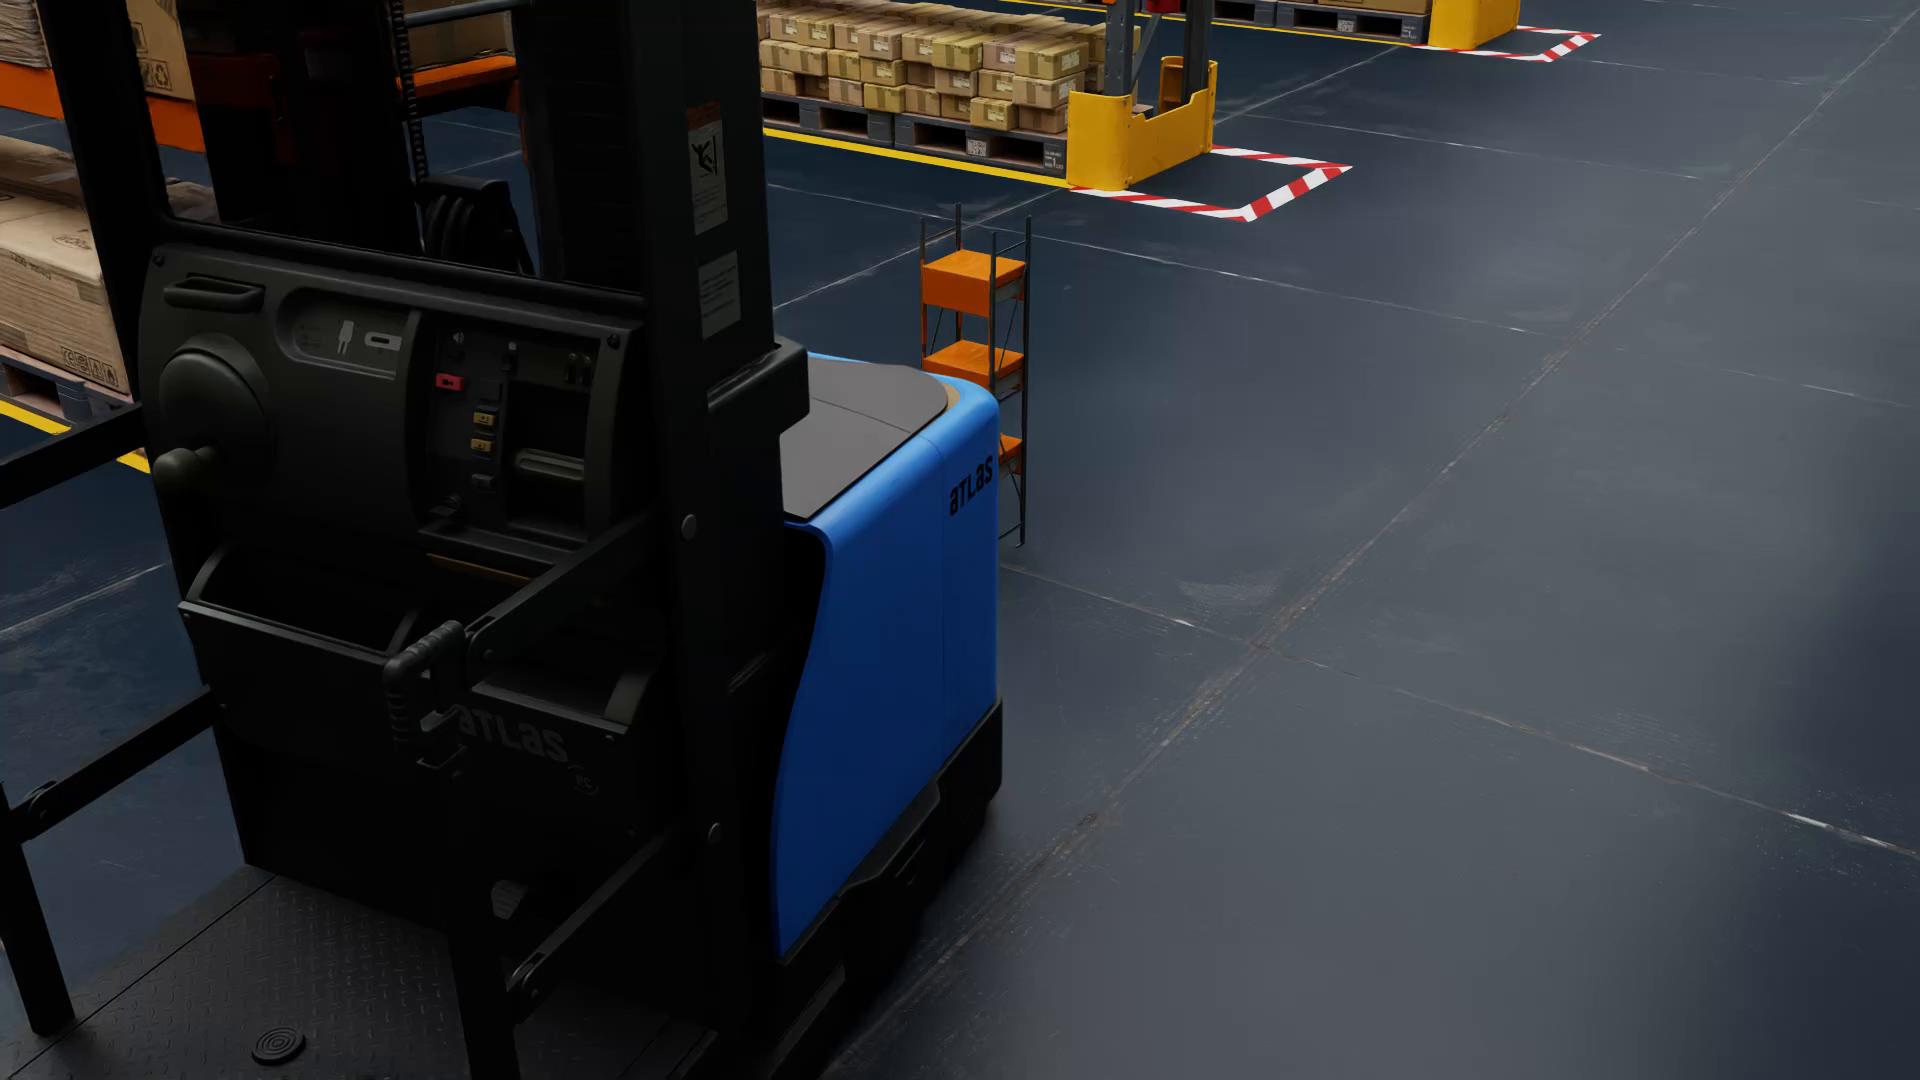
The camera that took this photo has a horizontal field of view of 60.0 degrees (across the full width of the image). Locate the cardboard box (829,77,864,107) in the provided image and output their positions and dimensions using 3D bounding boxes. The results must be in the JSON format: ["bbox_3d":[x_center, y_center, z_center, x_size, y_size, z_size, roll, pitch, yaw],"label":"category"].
[{"bbox_3d":[-0.572,-2.717,9.962,0.250,0.149,0.380,18,32,31],"label":"cardboard box"}]

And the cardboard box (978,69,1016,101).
[{"bbox_3d":[0.308,-2.602,9.408,0.250,0.149,0.380,16,31,29],"label":"cardboard box"}]

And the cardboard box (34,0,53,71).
[{"bbox_3d":[-2.583,-1.764,5.299,0.500,0.500,0.500,17,31,29],"label":"cardboard box"}]

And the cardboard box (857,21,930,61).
[{"bbox_3d":[-0.381,-2.903,9.672,0.250,0.149,0.380,19,32,32],"label":"cardboard box"}]

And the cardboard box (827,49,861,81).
[{"bbox_3d":[-0.572,-2.849,9.892,0.250,0.149,0.380,19,33,33],"label":"cardboard box"}]

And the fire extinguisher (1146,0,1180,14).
[{"bbox_3d":[1.036,-2.999,8.332,0.183,0.674,0.296,17,32,30],"label":"fire extinguisher"}]

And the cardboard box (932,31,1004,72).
[{"bbox_3d":[0.049,-2.765,9.400,0.250,0.149,0.380,17,31,29],"label":"cardboard box"}]

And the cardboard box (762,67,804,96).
[{"bbox_3d":[-0.997,-2.849,10.221,0.250,0.149,0.380,16,31,29],"label":"cardboard box"}]

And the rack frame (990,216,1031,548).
[{"bbox_3d":[0.145,-0.423,4.923,0.008,1.050,0.200,17,32,30],"label":"rack frame"}]

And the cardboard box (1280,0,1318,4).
[{"bbox_3d":[2.658,-4.874,13.399,0.875,0.875,0.875,17,32,30],"label":"cardboard box"}]

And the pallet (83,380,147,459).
[{"bbox_3d":[-2.333,-0.494,5.987,1.213,0.211,1.003,17,32,30],"label":"pallet"}]

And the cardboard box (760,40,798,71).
[{"bbox_3d":[-1.003,-2.982,10.154,0.250,0.149,0.380,17,32,30],"label":"cardboard box"}]

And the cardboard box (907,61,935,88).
[{"bbox_3d":[-0.100,-2.755,9.709,0.250,0.149,0.380,17,31,30],"label":"cardboard box"}]

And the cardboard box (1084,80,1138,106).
[{"bbox_3d":[0.839,-2.608,9.747,0.250,0.149,0.380,18,32,31],"label":"cardboard box"}]

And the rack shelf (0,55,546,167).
[{"bbox_3d":[-3.279,-1.753,6.181,4.000,0.370,1.077,17,32,30],"label":"rack shelf"}]

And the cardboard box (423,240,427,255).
[{"bbox_3d":[-2.231,-0.738,5.754,0.875,0.438,0.875,16,31,29],"label":"cardboard box"}]

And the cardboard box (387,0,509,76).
[{"bbox_3d":[-1.863,-1.835,5.439,0.500,0.500,0.500,17,32,30],"label":"cardboard box"}]

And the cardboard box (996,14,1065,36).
[{"bbox_3d":[0.419,-3.019,9.899,0.250,0.149,0.380,17,32,30],"label":"cardboard box"}]

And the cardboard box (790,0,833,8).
[{"bbox_3d":[-0.880,-3.409,10.665,0.250,0.149,0.380,16,31,28],"label":"cardboard box"}]

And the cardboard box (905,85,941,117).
[{"bbox_3d":[-0.112,-2.597,9.727,0.250,0.149,0.380,18,32,31],"label":"cardboard box"}]

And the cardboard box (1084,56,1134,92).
[{"bbox_3d":[0.803,-2.717,9.633,0.250,0.149,0.380,19,32,32],"label":"cardboard box"}]

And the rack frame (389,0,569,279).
[{"bbox_3d":[-1.630,-1.560,5.009,0.127,3.000,1.000,17,32,30],"label":"rack frame"}]

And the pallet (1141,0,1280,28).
[{"bbox_3d":[2.276,-4.512,13.884,1.213,0.211,1.003,17,32,30],"label":"pallet"}]

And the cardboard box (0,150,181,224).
[{"bbox_3d":[-3.732,-1.202,6.666,0.875,0.438,0.875,16,31,29],"label":"cardboard box"}]

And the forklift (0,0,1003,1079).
[{"bbox_3d":[-0.984,-0.173,2.358,1.130,2.935,3.031,12,29,22],"label":"forklift"}]

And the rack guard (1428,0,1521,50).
[{"bbox_3d":[4.000,-4.145,12.844,0.348,0.500,1.175,17,32,30],"label":"rack guard"}]

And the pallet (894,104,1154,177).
[{"bbox_3d":[0.377,-2.435,9.803,1.213,0.211,1.003,17,32,30],"label":"pallet"}]

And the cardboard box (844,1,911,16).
[{"bbox_3d":[-0.508,-3.240,10.333,0.250,0.149,0.380,17,32,30],"label":"cardboard box"}]

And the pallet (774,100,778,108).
[{"bbox_3d":[-1.634,-3.062,11.034,1.213,0.211,1.003,17,32,30],"label":"pallet"}]

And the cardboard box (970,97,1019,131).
[{"bbox_3d":[0.268,-2.439,9.415,0.250,0.149,0.380,18,32,32],"label":"cardboard box"}]

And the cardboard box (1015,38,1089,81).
[{"bbox_3d":[0.509,-2.660,9.194,0.250,0.149,0.380,18,32,31],"label":"cardboard box"}]

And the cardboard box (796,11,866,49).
[{"bbox_3d":[-0.768,-3.069,9.998,0.250,0.149,0.380,17,32,31],"label":"cardboard box"}]

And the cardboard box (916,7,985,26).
[{"bbox_3d":[-0.055,-3.126,10.110,0.250,0.149,0.380,19,32,32],"label":"cardboard box"}]

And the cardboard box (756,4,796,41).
[{"bbox_3d":[-1.220,-3.186,10.228,0.250,0.149,0.380,18,32,31],"label":"cardboard box"}]

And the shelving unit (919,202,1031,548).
[{"bbox_3d":[0.044,-0.454,4.985,0.252,1.050,0.215,17,32,30],"label":"shelving unit"}]

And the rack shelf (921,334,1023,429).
[{"bbox_3d":[0.044,-0.445,4.990,0.240,0.259,0.215,17,32,30],"label":"rack shelf"}]

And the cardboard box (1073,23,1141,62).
[{"bbox_3d":[0.850,-2.880,9.627,0.250,0.149,0.380,16,31,28],"label":"cardboard box"}]

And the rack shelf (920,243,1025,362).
[{"bbox_3d":[0.044,-0.698,4.861,0.240,0.259,0.215,17,32,30],"label":"rack shelf"}]
